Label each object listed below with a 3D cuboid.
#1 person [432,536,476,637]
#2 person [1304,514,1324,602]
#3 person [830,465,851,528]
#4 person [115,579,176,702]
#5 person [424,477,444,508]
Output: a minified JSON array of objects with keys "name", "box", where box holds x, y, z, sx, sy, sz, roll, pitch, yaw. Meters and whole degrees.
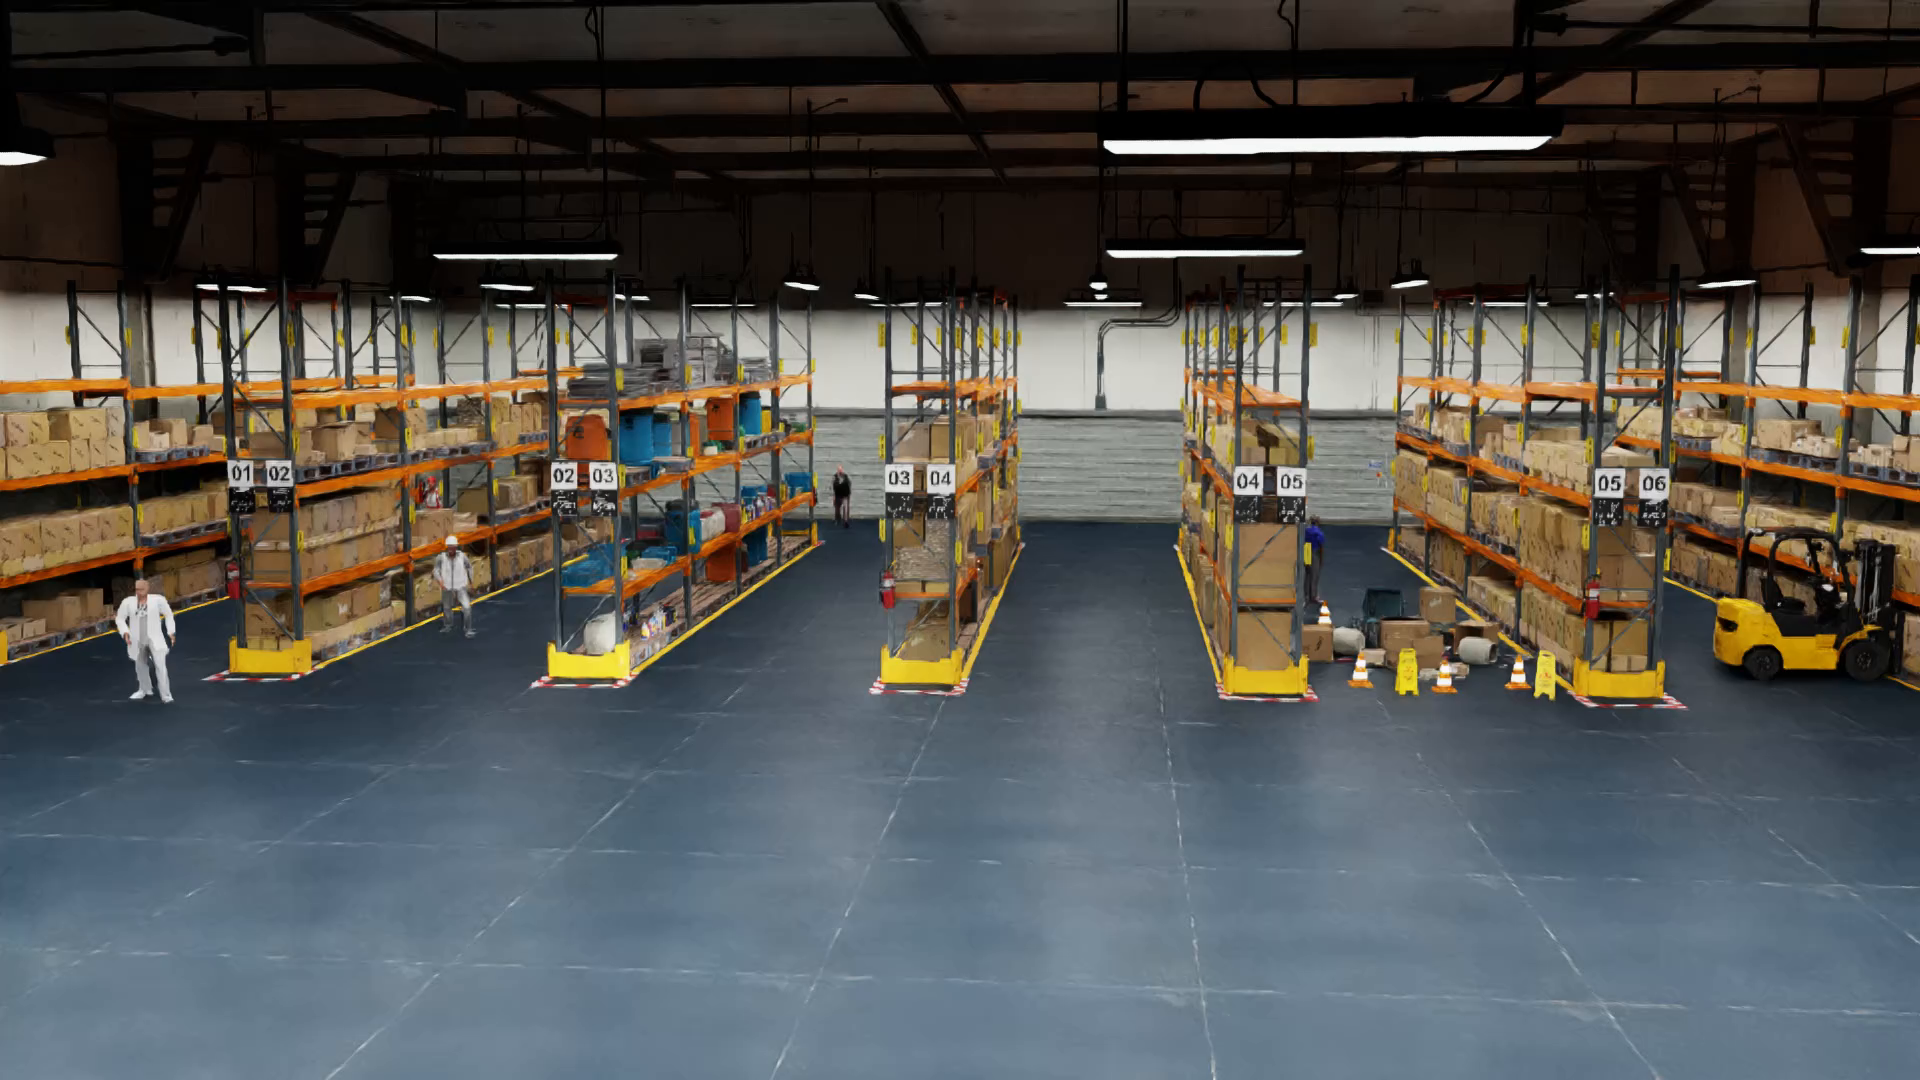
[{"name":"person","box":[-8.488,0.761,27.935,0.682,1.713,0.844,-1,7,-12]},{"name":"person","box":[6.752,0.331,31.635,0.414,1.666,0.507,-3,8,-27]},{"name":"person","box":[-3.159,-1.175,44.049,0.564,1.643,1.088,0,7,-4]},{"name":"person","box":[-11.183,1.369,22.892,0.735,1.719,0.869,-2,7,-13]},{"name":"person","box":[-12.445,-0.642,39.391,0.565,1.736,1.044,0,7,4]}]
